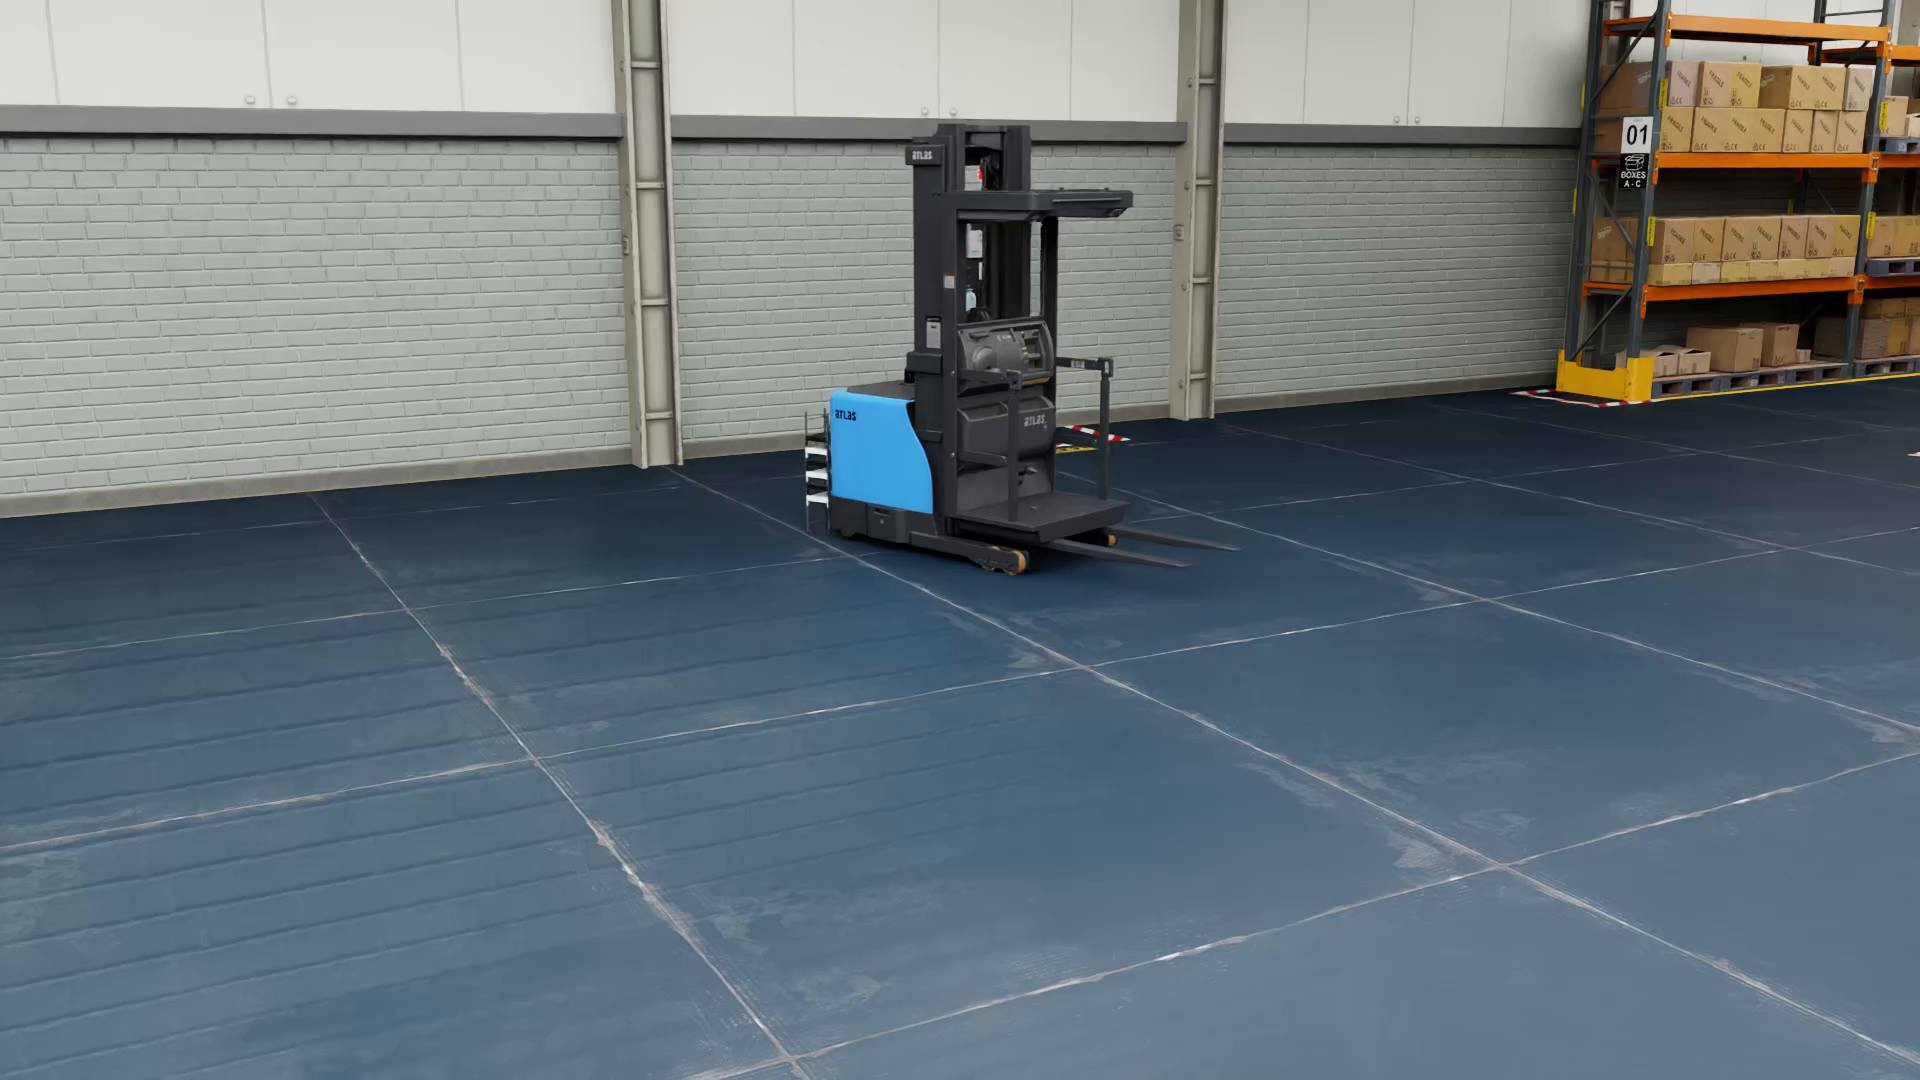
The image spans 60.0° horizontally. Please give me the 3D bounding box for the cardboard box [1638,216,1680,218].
[{"bbox_3d":[8.327,-3.624,19.970,0.500,0.500,0.500,-7,14,-27],"label":"cardboard box"}]

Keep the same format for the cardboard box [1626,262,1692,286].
[{"bbox_3d":[8.149,-3.107,19.380,0.500,0.250,0.500,-7,15,-29],"label":"cardboard box"}]

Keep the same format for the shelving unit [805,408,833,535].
[{"bbox_3d":[-0.986,-0.512,12.334,0.210,0.900,0.258,9,15,34],"label":"shelving unit"}]

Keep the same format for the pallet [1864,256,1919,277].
[{"bbox_3d":[11.820,-3.560,21.533,1.213,0.211,1.003,-7,14,-28],"label":"pallet"}]

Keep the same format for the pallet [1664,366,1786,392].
[{"bbox_3d":[9.435,-2.034,20.667,1.213,0.211,1.003,-7,14,-28],"label":"pallet"}]

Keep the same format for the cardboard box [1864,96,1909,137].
[{"bbox_3d":[11.597,-5.360,21.079,0.500,0.500,0.500,-5,13,-20],"label":"cardboard box"}]

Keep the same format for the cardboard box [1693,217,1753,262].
[{"bbox_3d":[9.026,-3.578,19.765,0.500,0.500,0.500,-7,15,-30],"label":"cardboard box"}]

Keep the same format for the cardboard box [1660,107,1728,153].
[{"bbox_3d":[8.470,-4.739,19.229,0.500,0.500,0.500,-6,14,-24],"label":"cardboard box"}]

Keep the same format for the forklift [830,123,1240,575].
[{"bbox_3d":[0.481,-1.323,11.314,3.031,2.935,1.130,11,17,41],"label":"forklift"}]

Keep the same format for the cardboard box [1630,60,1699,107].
[{"bbox_3d":[8.023,-5.184,18.929,0.500,0.500,0.500,-8,15,-32],"label":"cardboard box"}]

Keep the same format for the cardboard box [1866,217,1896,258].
[{"bbox_3d":[11.542,-3.912,21.428,0.500,0.500,0.700,-7,14,-28],"label":"cardboard box"}]

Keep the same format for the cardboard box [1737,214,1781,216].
[{"bbox_3d":[10.111,-3.841,20.931,0.500,0.500,0.500,-7,14,-28],"label":"cardboard box"}]

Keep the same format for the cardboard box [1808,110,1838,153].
[{"bbox_3d":[10.304,-4.972,20.263,0.500,0.500,0.500,-8,15,-33],"label":"cardboard box"}]

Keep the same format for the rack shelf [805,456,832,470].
[{"bbox_3d":[-0.986,-0.567,12.322,0.200,0.077,0.258,9,15,34],"label":"rack shelf"}]

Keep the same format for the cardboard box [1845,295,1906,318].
[{"bbox_3d":[12.102,-3.090,21.990,0.500,0.250,0.500,-7,15,-29],"label":"cardboard box"}]

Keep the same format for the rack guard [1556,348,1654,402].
[{"bbox_3d":[7.635,-1.969,19.719,0.348,0.500,1.175,-7,14,-28],"label":"rack guard"}]

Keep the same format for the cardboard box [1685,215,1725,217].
[{"bbox_3d":[9.220,-3.733,20.451,0.500,0.500,0.500,-7,14,-27],"label":"cardboard box"}]

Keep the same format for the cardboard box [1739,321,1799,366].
[{"bbox_3d":[10.187,-2.479,20.986,0.500,0.500,0.500,-8,15,-32],"label":"cardboard box"}]

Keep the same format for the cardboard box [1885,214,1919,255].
[{"bbox_3d":[12.599,-4.044,22.018,0.500,0.500,0.700,-5,14,-20],"label":"cardboard box"}]

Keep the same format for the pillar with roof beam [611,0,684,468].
[{"bbox_3d":[-0.702,-4.255,10.522,0.400,9.000,9.100,-7,14,-28],"label":"pillar with roof beam"}]

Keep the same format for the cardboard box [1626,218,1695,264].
[{"bbox_3d":[8.131,-3.475,19.307,0.500,0.500,0.500,-7,14,-28],"label":"cardboard box"}]

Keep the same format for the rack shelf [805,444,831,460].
[{"bbox_3d":[-0.986,-0.655,12.302,0.200,0.077,0.258,9,15,34],"label":"rack shelf"}]

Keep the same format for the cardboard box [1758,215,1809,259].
[{"bbox_3d":[9.930,-3.690,20.261,0.500,0.500,0.500,-7,15,-29],"label":"cardboard box"}]

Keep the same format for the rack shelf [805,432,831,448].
[{"bbox_3d":[-0.986,-0.743,12.282,0.200,0.077,0.258,9,15,34],"label":"rack shelf"}]

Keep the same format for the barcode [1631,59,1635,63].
[{"bbox_3d":[7.952,-5.644,19.653,0.075,0.075,0.001,-7,14,-28],"label":"barcode"}]

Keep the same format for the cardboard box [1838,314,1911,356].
[{"bbox_3d":[12.147,-2.741,22.148,0.500,0.500,0.700,-7,15,-29],"label":"cardboard box"}]

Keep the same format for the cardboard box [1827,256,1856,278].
[{"bbox_3d":[10.809,-3.429,20.812,0.500,0.250,0.500,-7,14,-28],"label":"cardboard box"}]

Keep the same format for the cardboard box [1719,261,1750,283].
[{"bbox_3d":[9.048,-3.217,19.867,0.500,0.250,0.500,-7,15,-29],"label":"cardboard box"}]

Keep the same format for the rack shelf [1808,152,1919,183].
[{"bbox_3d":[12.835,-4.924,21.963,4.000,0.370,1.077,-7,14,-28],"label":"rack shelf"}]

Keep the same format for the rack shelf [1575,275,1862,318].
[{"bbox_3d":[9.324,-3.040,20.423,4.000,0.370,1.077,-7,14,-28],"label":"rack shelf"}]

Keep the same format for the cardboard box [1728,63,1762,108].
[{"bbox_3d":[8.932,-5.283,19.369,0.500,0.500,0.500,-6,14,-26],"label":"cardboard box"}]

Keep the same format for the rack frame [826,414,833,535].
[{"bbox_3d":[-0.902,-0.499,12.278,0.006,0.900,0.240,9,15,34],"label":"rack frame"}]

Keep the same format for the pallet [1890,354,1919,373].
[{"bbox_3d":[12.834,-2.452,22.524,1.213,0.211,1.003,-7,14,-28],"label":"pallet"}]

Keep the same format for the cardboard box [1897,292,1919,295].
[{"bbox_3d":[13.004,-3.194,22.454,0.500,0.250,0.500,-7,14,-28],"label":"cardboard box"}]

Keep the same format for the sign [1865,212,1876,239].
[{"bbox_3d":[11.346,-3.920,20.723,0.005,0.325,0.100,-7,14,-28],"label":"sign"}]

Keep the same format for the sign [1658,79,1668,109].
[{"bbox_3d":[7.828,-4.966,18.519,0.005,0.325,0.100,-7,14,-28],"label":"sign"}]

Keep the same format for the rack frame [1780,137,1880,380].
[{"bbox_3d":[11.079,-3.601,21.279,0.127,3.000,1.000,-7,14,-28],"label":"rack frame"}]

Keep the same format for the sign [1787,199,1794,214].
[{"bbox_3d":[10.810,-4.273,21.625,0.005,0.325,0.100,-7,14,-28],"label":"sign"}]

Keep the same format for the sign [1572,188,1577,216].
[{"bbox_3d":[7.320,-4.008,19.732,0.005,0.325,0.100,-7,14,-28],"label":"sign"}]

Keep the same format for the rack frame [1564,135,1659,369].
[{"bbox_3d":[7.568,-3.180,19.409,0.127,3.000,1.000,-7,14,-28],"label":"rack frame"}]

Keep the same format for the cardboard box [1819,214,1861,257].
[{"bbox_3d":[10.812,-3.794,20.725,0.500,0.500,0.500,-7,14,-28],"label":"cardboard box"}]

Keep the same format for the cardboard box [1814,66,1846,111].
[{"bbox_3d":[10.291,-5.446,20.094,0.500,0.500,0.500,-6,14,-25],"label":"cardboard box"}]

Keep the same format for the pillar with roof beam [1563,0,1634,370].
[{"bbox_3d":[9.831,-5.518,16.132,0.400,9.000,9.100,-7,14,-28],"label":"pillar with roof beam"}]

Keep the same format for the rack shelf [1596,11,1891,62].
[{"bbox_3d":[9.324,-5.965,19.765,4.000,0.370,1.077,-7,14,-28],"label":"rack shelf"}]

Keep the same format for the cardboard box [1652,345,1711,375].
[{"bbox_3d":[8.719,-2.199,20.169,0.500,0.311,0.500,-6,14,-23],"label":"cardboard box"}]

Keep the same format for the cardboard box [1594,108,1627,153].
[{"bbox_3d":[7.813,-4.795,19.478,0.500,0.500,0.500,-6,14,-24],"label":"cardboard box"}]

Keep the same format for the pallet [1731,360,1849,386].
[{"bbox_3d":[10.507,-2.163,21.241,1.213,0.211,1.003,-7,14,-28],"label":"pallet"}]

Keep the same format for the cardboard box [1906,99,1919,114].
[{"bbox_3d":[12.680,-5.490,21.656,0.500,0.500,0.500,-7,15,-30],"label":"cardboard box"}]

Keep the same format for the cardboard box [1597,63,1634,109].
[{"bbox_3d":[7.821,-5.286,19.382,0.500,0.500,0.500,-6,14,-25],"label":"cardboard box"}]

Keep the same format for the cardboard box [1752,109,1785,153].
[{"bbox_3d":[9.384,-4.855,19.744,0.500,0.500,0.500,-6,14,-24],"label":"cardboard box"}]

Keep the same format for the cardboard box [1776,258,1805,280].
[{"bbox_3d":[9.933,-3.323,20.338,0.500,0.250,0.500,-7,14,-28],"label":"cardboard box"}]
